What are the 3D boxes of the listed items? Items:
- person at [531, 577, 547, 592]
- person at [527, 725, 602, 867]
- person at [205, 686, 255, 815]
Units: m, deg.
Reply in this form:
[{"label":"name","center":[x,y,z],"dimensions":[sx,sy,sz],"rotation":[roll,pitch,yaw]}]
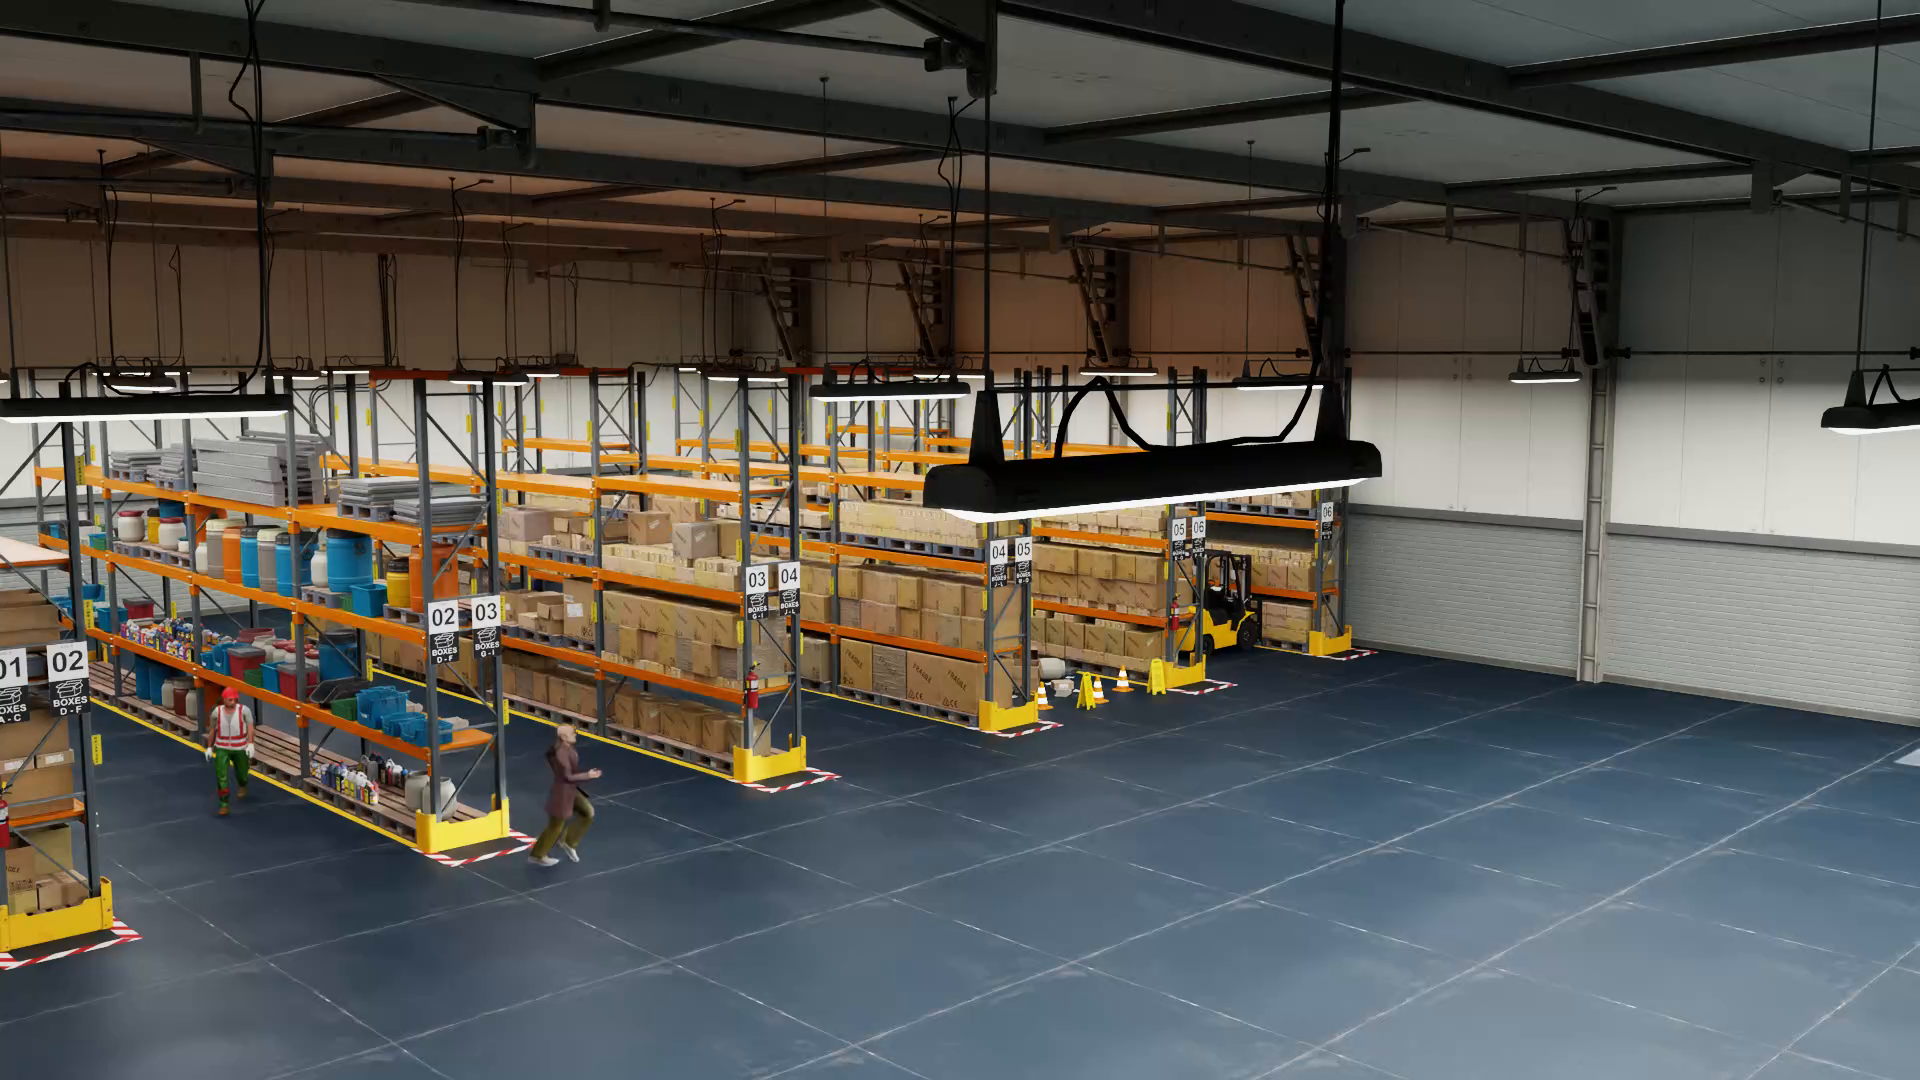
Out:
[{"label":"person","center":[-10.367,0.936,40.862],"dimensions":[0.775,1.637,0.527],"rotation":[0,6,3]},{"label":"person","center":[-4.869,3.136,20.513],"dimensions":[0.926,1.762,0.733],"rotation":[-1,6,-5]},{"label":"person","center":[-10.088,2.864,22.988],"dimensions":[0.642,1.743,0.887],"rotation":[-2,7,-19]}]
